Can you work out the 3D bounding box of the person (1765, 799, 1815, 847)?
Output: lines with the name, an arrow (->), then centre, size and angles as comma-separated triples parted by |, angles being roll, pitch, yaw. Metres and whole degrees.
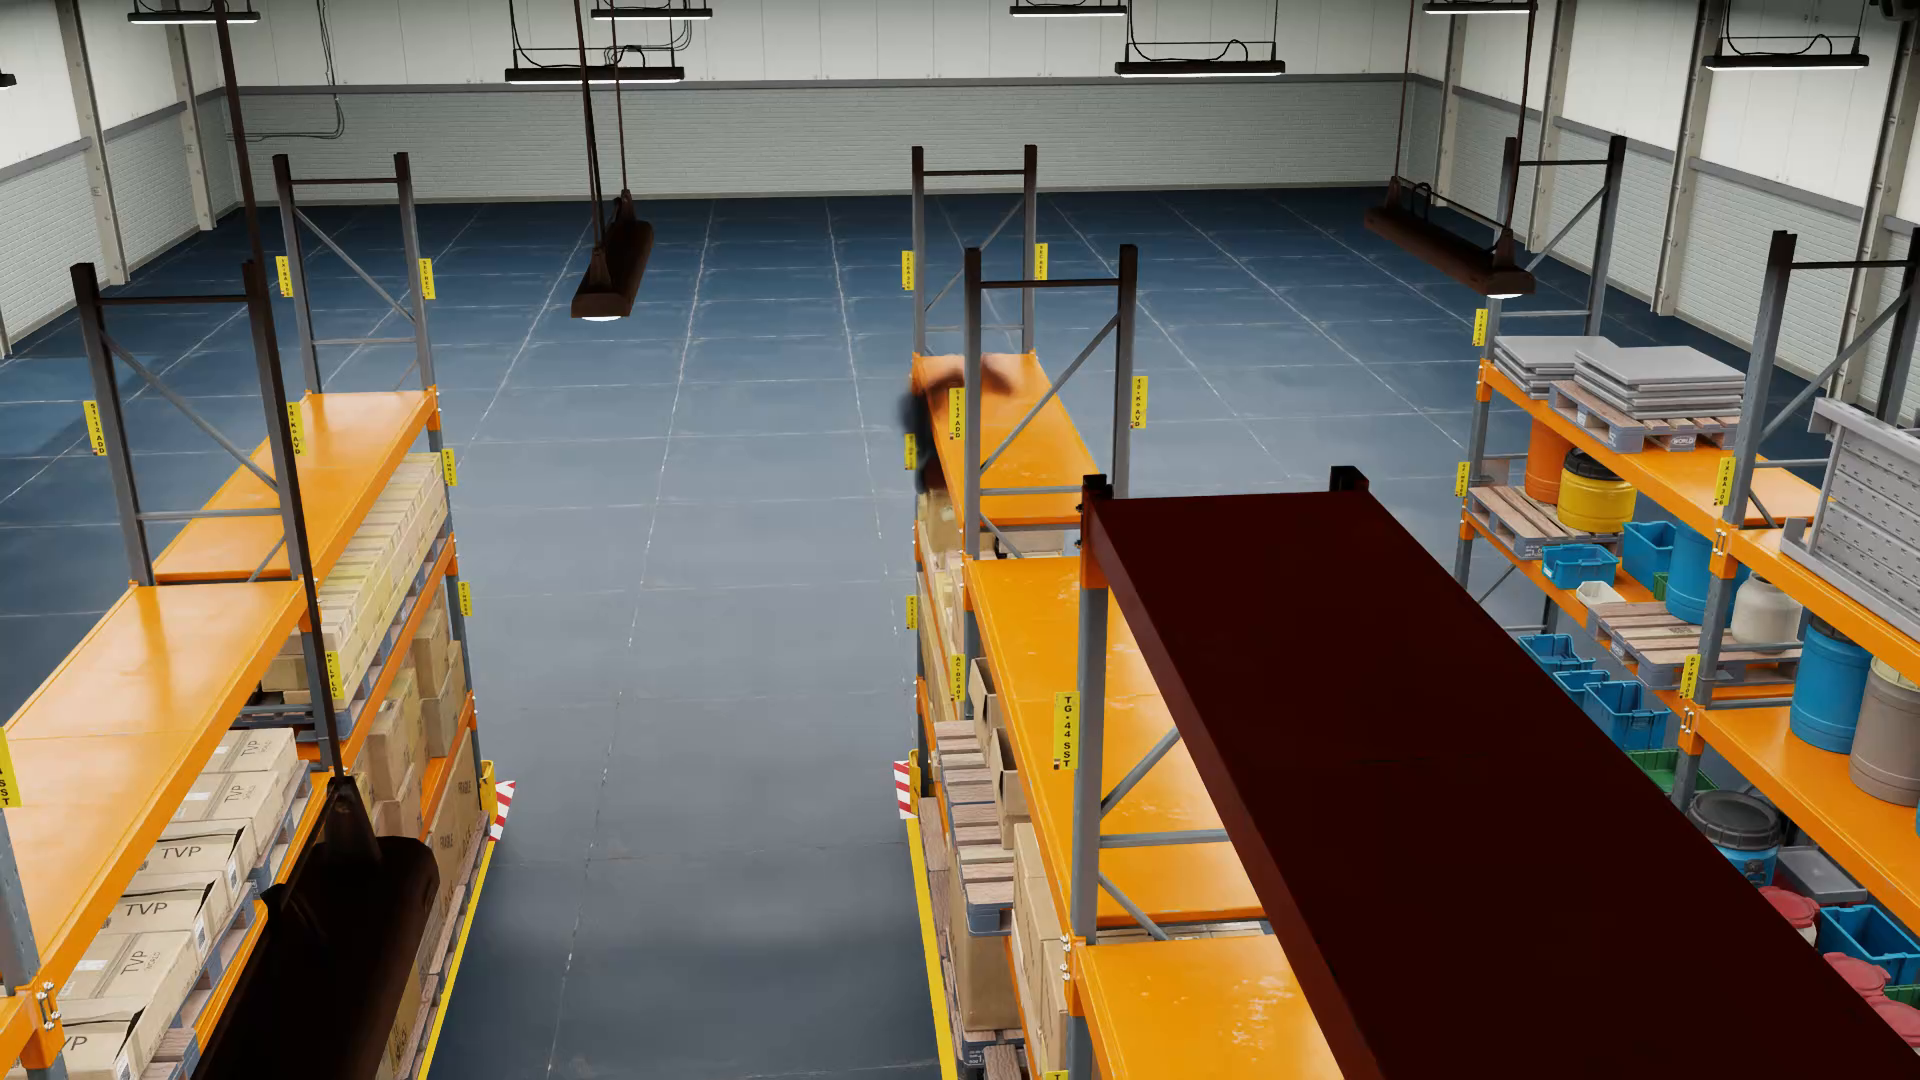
person -> 6.758, 2.355, 13.440 | 0.660, 1.678, 0.624 | -3, 22, -8
